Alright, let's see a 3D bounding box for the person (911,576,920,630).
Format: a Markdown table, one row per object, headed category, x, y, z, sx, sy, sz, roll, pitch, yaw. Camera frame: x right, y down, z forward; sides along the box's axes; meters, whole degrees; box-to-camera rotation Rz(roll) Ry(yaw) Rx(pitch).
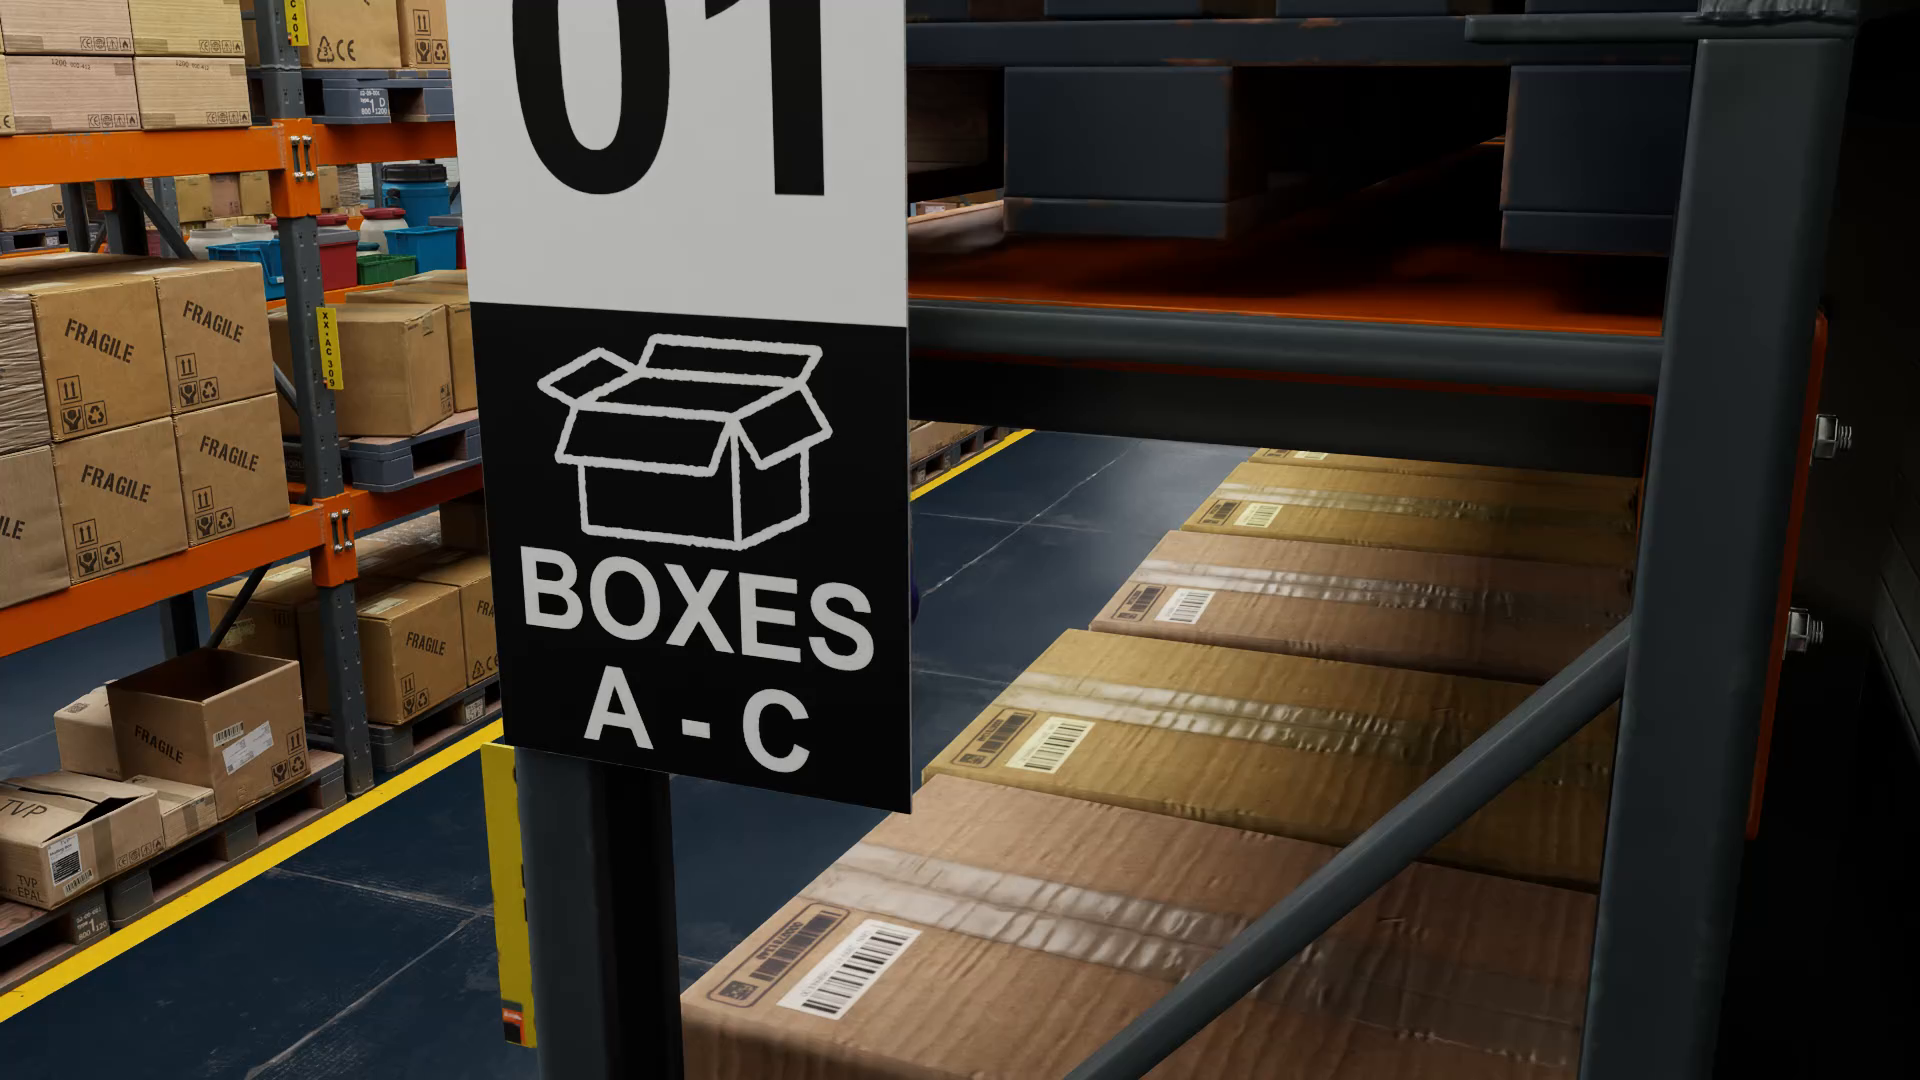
| category | x | y | z | sx | sy | sz | roll | pitch | yaw |
| --- | --- | --- | --- | --- | --- | --- | --- | --- | --- |
| person | -0.461 | 0.369 | 7.834 | 0.534 | 1.060 | 0.785 | 6 | 17 | 21 |
